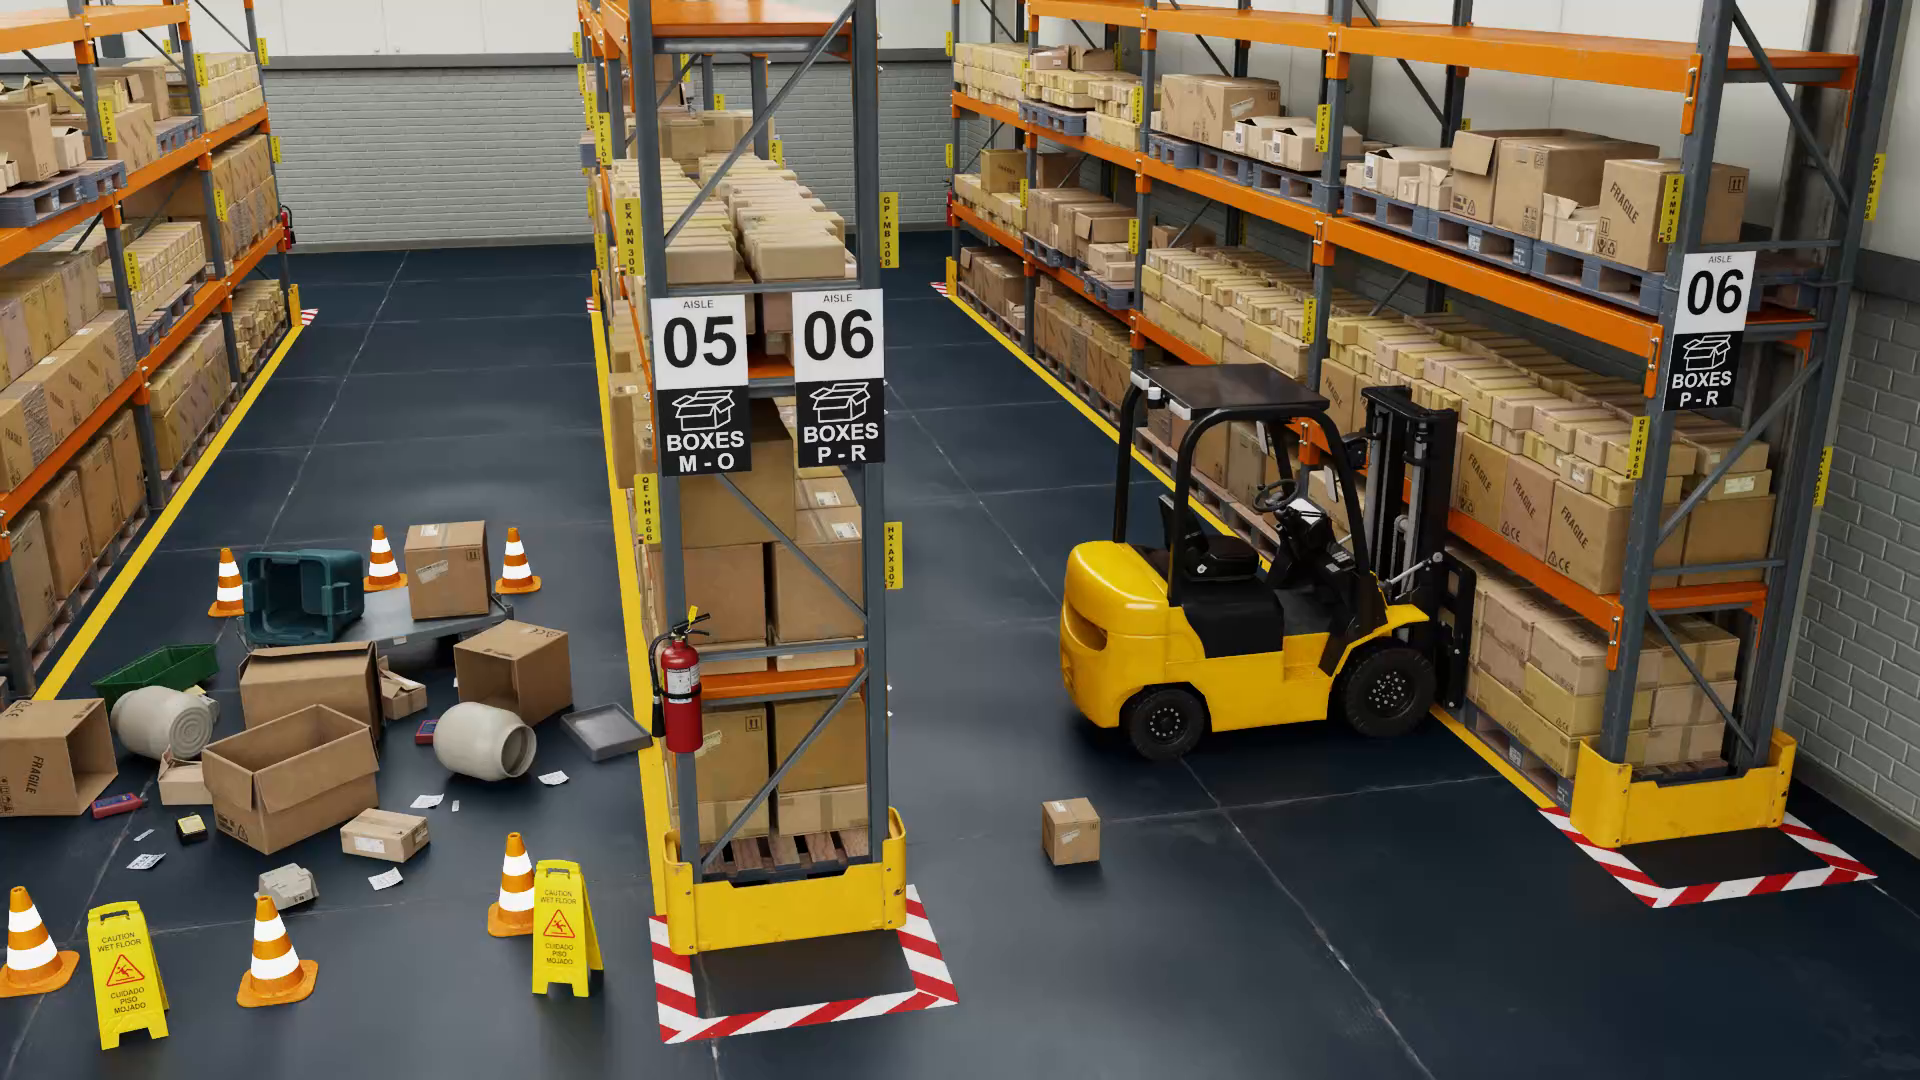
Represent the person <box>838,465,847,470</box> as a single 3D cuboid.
[{"bbox_3d":[-1.167,-1.551,15.555,0.571,1.832,0.727,-5,20,-14],"label":"person"}]
